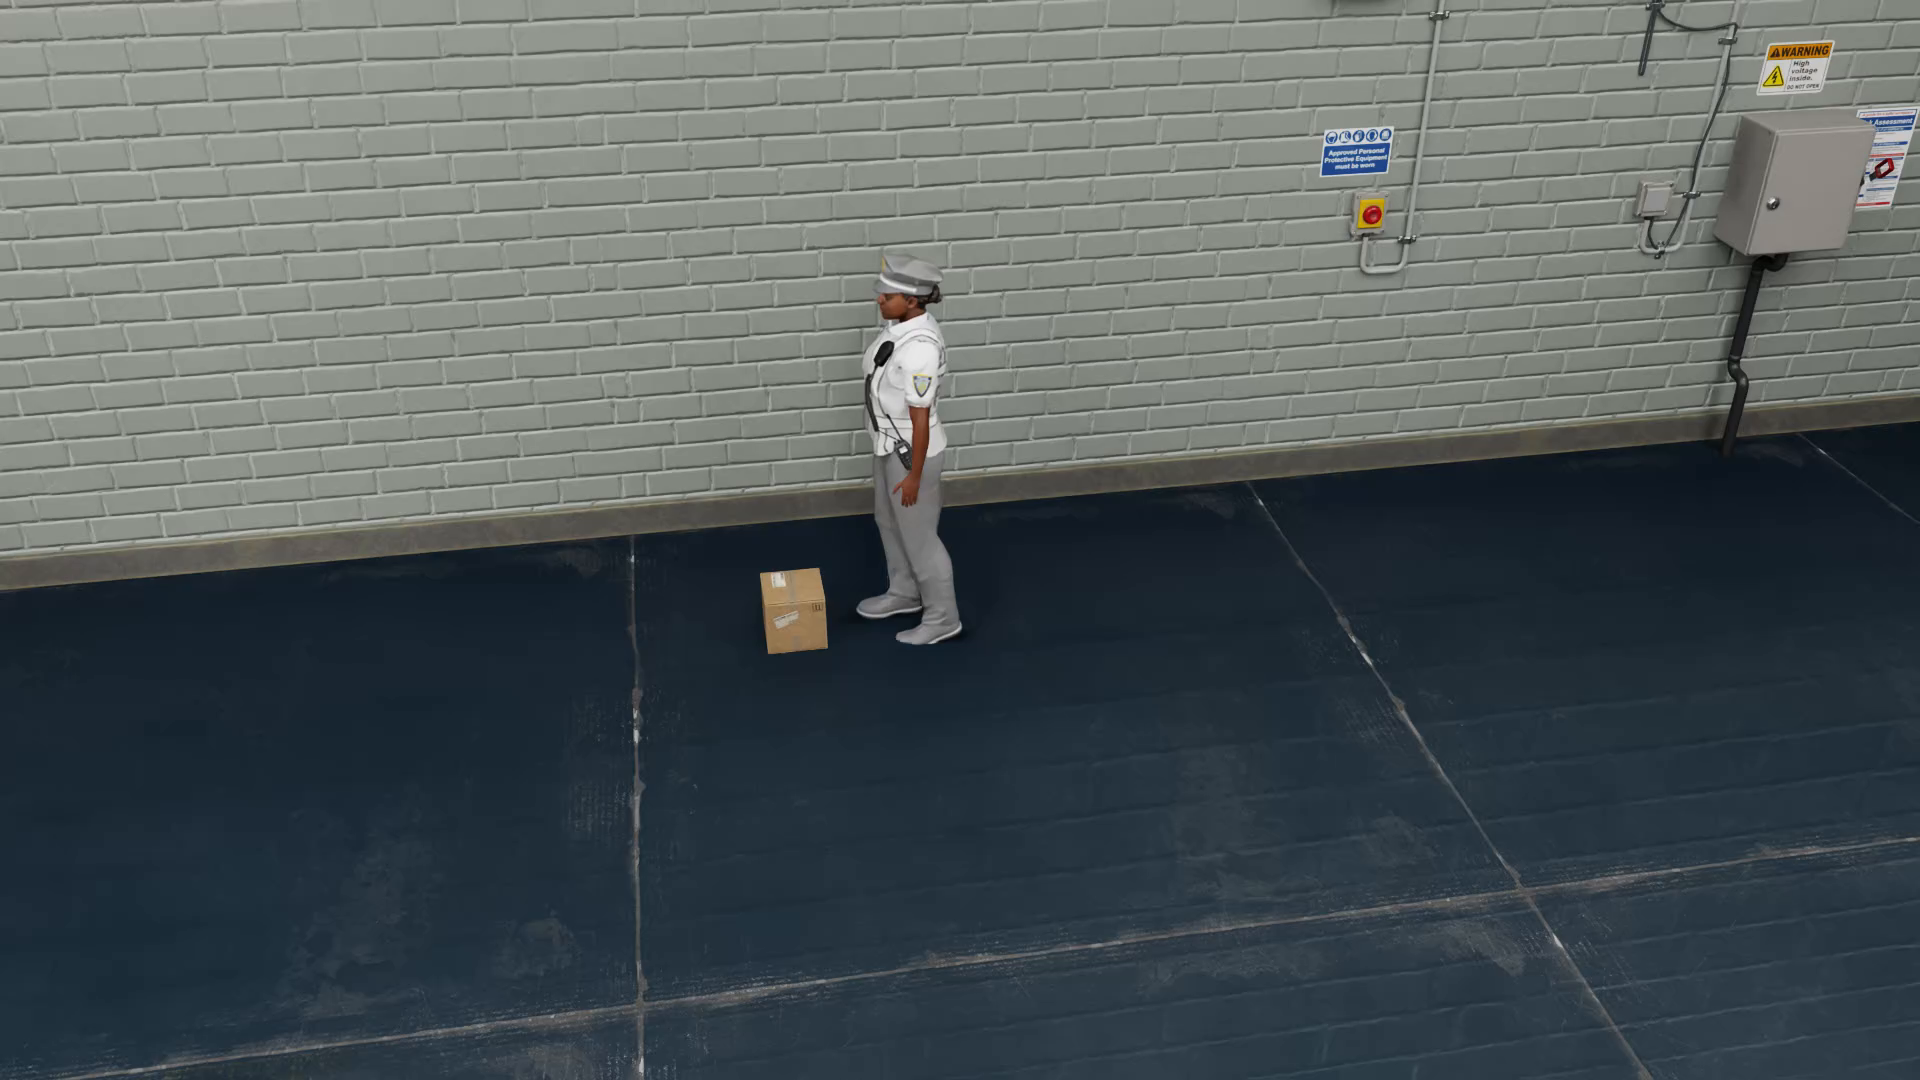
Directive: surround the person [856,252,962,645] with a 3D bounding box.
[{"bbox_3d":[-0.221,-0.348,6.723,0.426,1.715,0.431,-5,31,-8],"label":"person"}]
